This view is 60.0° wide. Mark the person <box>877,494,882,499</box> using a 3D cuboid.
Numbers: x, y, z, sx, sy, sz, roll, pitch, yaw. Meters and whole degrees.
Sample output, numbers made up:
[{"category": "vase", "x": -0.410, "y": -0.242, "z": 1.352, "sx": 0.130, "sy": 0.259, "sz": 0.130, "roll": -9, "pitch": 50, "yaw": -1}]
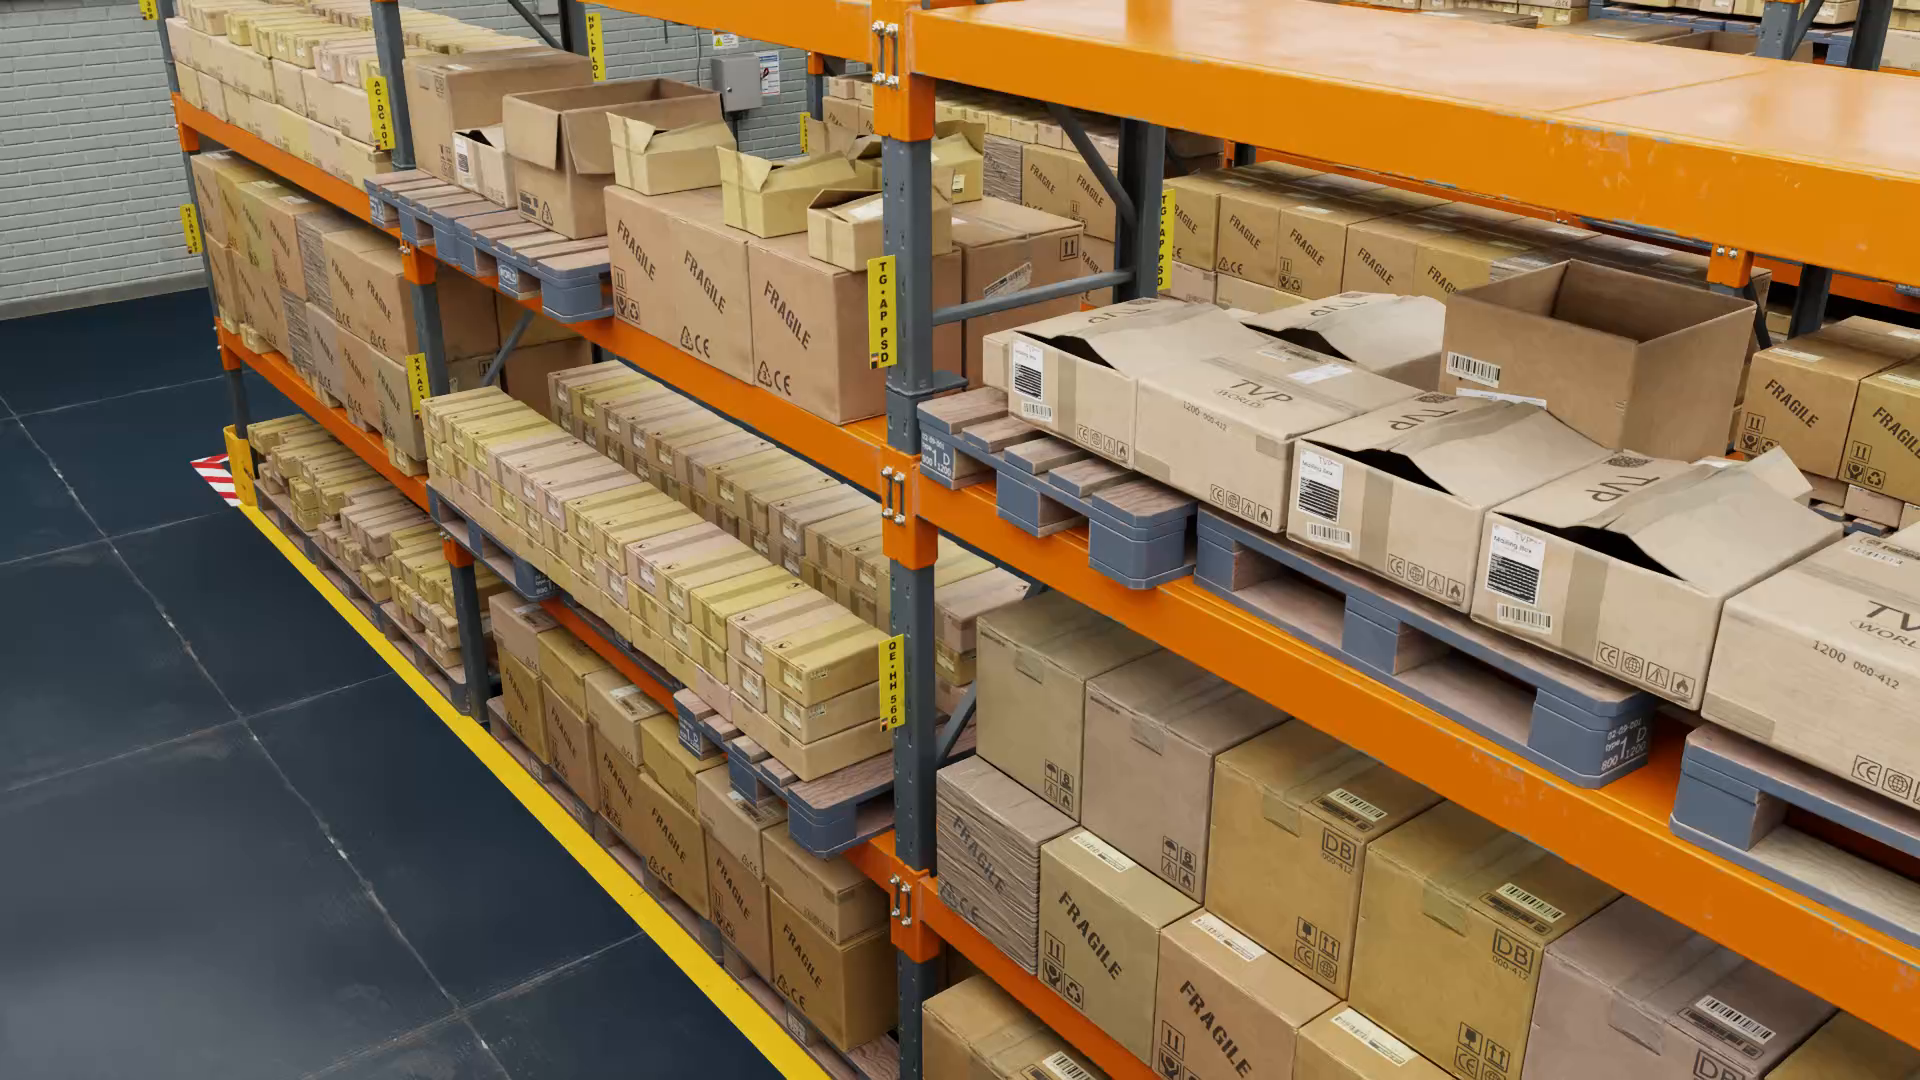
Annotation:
[{"category": "person", "x": -0.295, "y": -0.482, "z": 10.133, "sx": 0.572, "sy": 1.763, "sz": 0.743, "roll": -11, "pitch": 27, "yaw": -22}]
